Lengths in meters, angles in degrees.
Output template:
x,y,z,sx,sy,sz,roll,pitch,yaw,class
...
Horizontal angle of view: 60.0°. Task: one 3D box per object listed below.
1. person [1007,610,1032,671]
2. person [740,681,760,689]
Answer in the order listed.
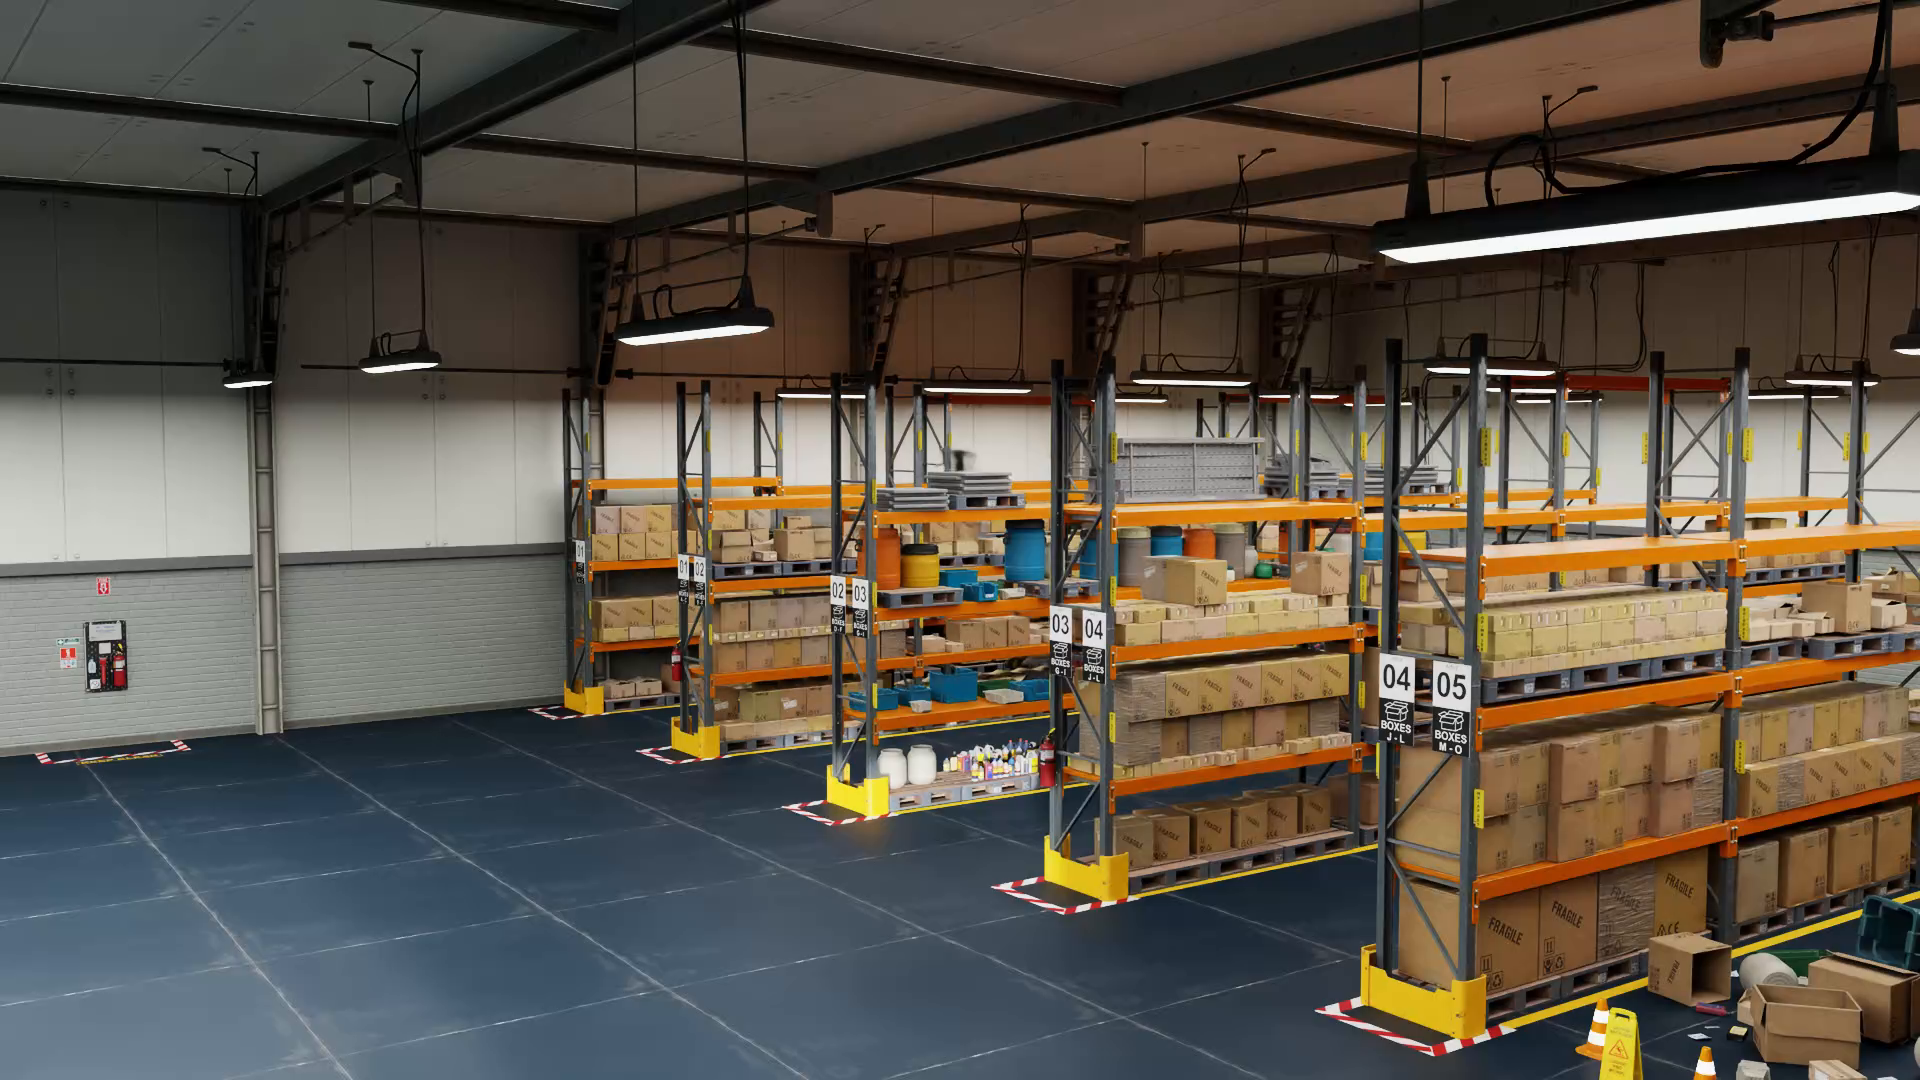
x,y,z,sx,sy,sz,roll,pitch,yaw,class
1.208,2.216,33.464,0.715,1.616,0.709,3,5,38,person
-3.761,2.353,30.517,0.636,1.727,0.945,2,4,30,person
